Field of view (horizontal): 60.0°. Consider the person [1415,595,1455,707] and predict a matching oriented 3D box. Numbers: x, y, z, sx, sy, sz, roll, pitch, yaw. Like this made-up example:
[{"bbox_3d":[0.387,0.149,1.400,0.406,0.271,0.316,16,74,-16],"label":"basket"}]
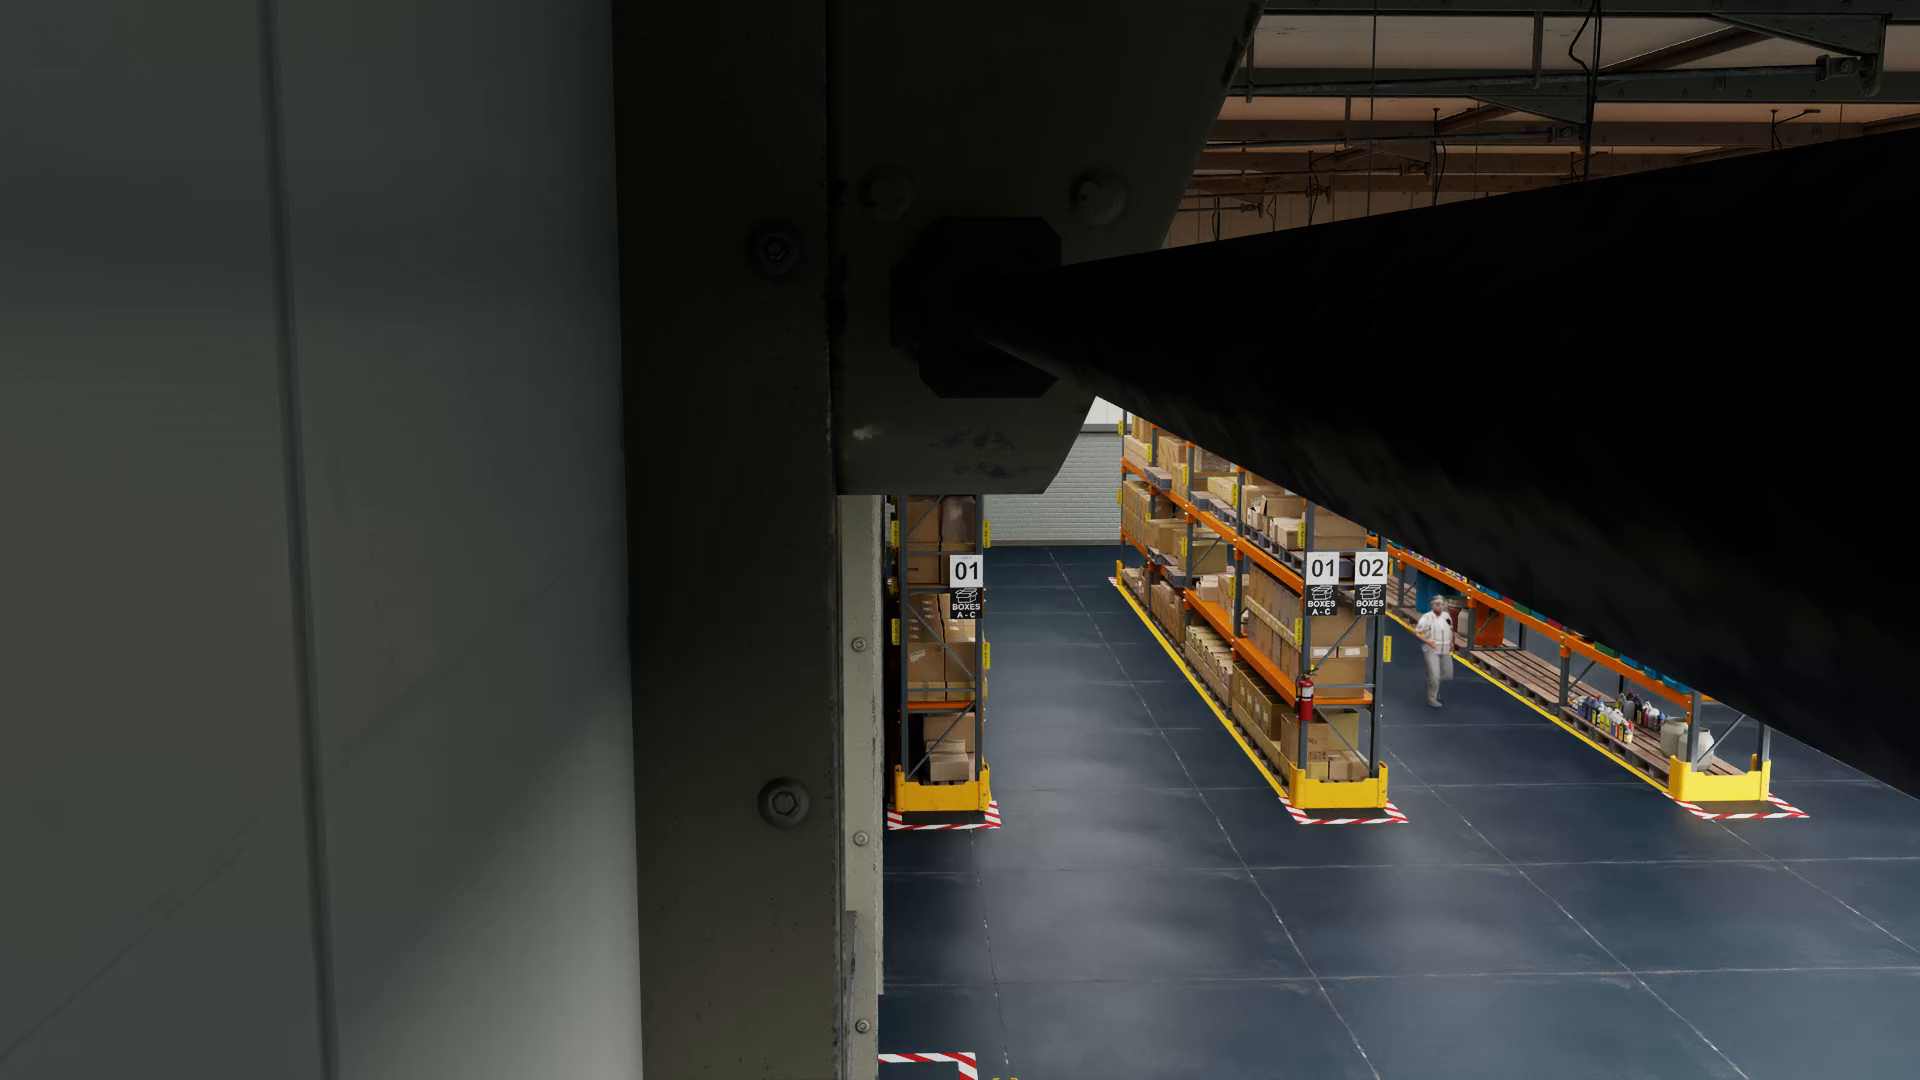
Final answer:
[{"bbox_3d":[7.362,1.699,25.658,0.659,1.732,0.600,-2,9,-13],"label":"person"}]
